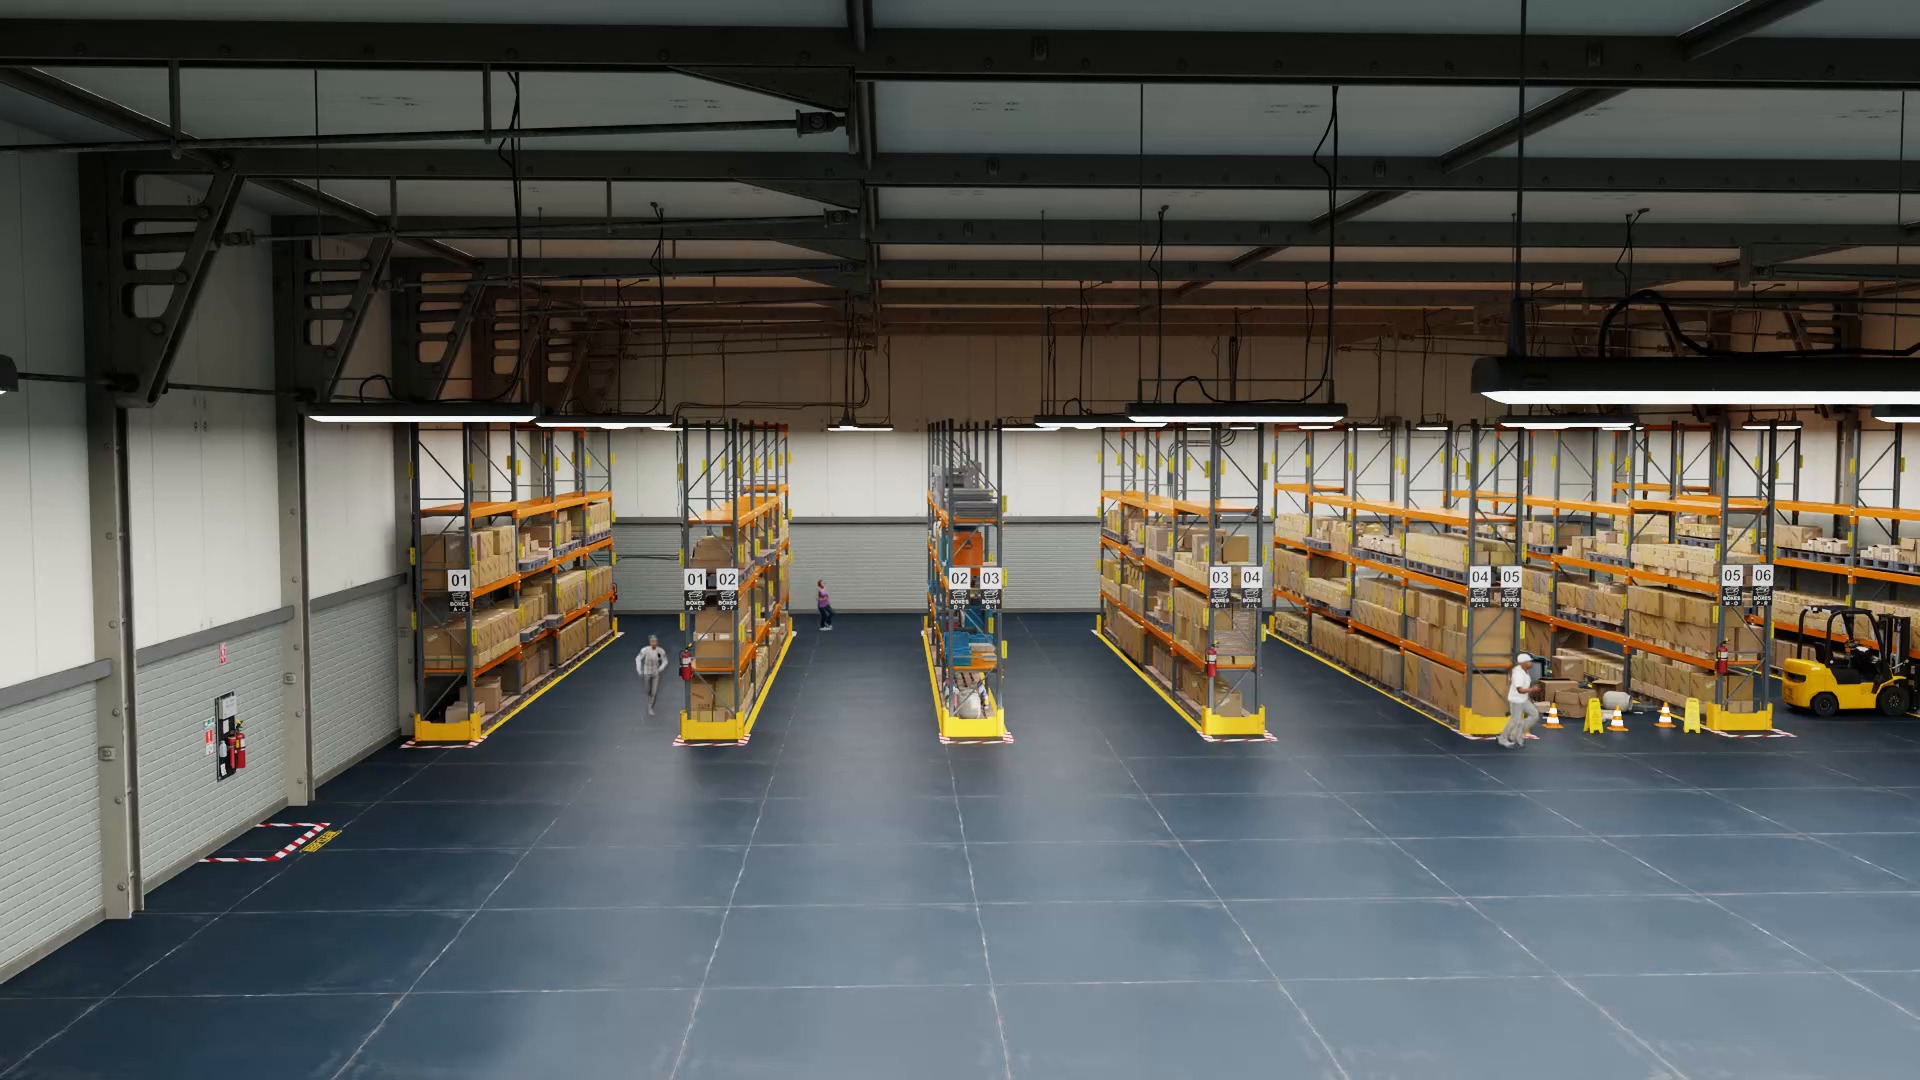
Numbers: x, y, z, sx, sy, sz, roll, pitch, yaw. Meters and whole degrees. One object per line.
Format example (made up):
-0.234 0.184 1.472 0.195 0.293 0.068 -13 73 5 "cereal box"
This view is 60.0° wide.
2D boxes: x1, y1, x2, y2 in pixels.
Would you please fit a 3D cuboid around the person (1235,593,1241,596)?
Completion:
7.823 1.807 47.305 0.712 1.825 0.927 1 4 17 "person"

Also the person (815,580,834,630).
-3.927 1.878 47.990 0.630 1.503 0.676 3 5 43 "person"

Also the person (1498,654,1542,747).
10.166 2.905 30.147 0.779 1.712 0.739 2 4 31 "person"

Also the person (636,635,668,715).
-6.298 2.744 34.041 0.649 1.654 0.661 -1 4 -9 "person"
